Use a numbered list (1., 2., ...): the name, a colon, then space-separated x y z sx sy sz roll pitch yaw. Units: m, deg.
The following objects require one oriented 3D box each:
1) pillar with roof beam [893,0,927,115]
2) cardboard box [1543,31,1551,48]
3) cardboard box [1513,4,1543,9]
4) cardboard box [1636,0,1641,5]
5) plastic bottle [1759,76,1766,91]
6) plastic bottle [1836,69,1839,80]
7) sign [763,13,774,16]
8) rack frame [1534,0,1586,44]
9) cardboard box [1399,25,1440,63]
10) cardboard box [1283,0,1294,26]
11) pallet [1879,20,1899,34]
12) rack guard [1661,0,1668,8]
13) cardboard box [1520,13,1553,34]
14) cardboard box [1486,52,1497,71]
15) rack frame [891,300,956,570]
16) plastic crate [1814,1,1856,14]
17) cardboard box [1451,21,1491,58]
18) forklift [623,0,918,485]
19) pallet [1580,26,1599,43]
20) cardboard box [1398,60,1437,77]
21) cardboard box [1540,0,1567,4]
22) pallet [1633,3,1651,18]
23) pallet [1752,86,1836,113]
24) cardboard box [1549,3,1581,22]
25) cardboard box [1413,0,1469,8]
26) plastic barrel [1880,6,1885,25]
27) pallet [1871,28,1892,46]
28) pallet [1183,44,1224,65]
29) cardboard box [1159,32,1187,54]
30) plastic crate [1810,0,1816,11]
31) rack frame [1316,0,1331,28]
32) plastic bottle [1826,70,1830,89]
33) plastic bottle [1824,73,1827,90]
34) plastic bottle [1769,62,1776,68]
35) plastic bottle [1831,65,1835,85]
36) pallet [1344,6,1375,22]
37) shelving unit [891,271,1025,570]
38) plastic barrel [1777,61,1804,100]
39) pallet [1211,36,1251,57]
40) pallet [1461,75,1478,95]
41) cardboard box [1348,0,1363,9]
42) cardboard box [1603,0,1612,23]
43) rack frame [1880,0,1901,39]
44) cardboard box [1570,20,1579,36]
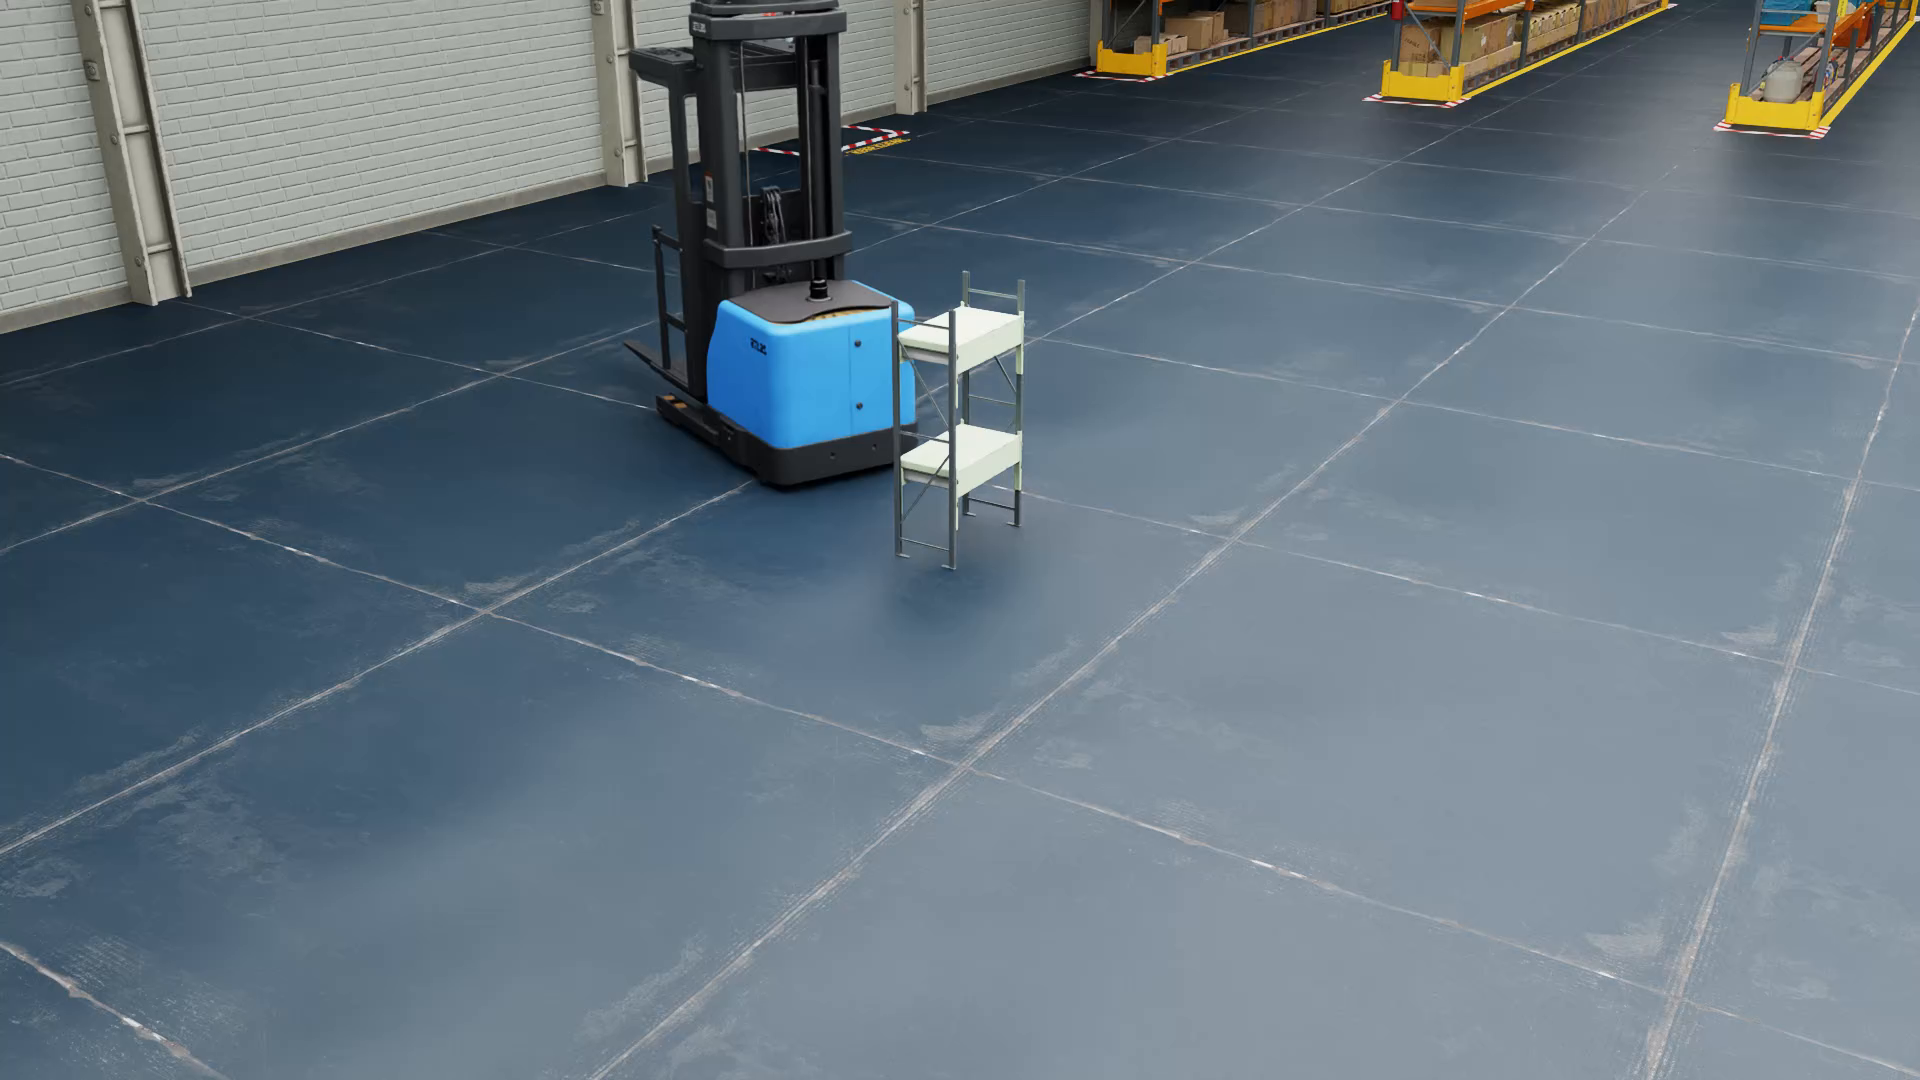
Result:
1. pillar with roof beam: 2.943 -9.411 20.163 9.100 9.000 0.400 14 27 29
2. cardboard box: 10.102 -8.844 29.336 0.500 0.250 0.500 13 27 27
3. cardboard box: 10.451 -9.725 30.666 0.500 0.311 0.500 13 27 28
4. cardboard box: 14.343 -11.873 35.988 0.797 0.503 0.637 14 27 29
5. plastic bottle: 11.829 -6.721 24.469 0.097 0.201 0.097 0 23 0
6. plastic bottle: 13.416 -7.172 25.510 0.097 0.201 0.097 0 23 0
7. sign: -2.430 -6.586 21.142 0.001 0.329 0.234 14 27 29
8. rack frame: 11.247 -10.831 30.994 1.000 3.000 0.127 14 27 29
9. cardboard box: 7.057 -7.650 25.633 0.500 0.500 0.500 14 27 29
10. cardboard box: 6.092 -10.346 32.465 0.700 0.500 0.500 14 27 29
11. pallet: 17.918 -10.119 32.858 1.003 0.211 1.213 14 27 29
12. rack guard: 15.426 -12.359 37.669 1.175 0.500 0.348 14 27 29
13. cardboard box: 10.107 -9.099 29.220 0.500 0.311 0.500 13 27 27
14. cardboard box: 8.291 -7.702 26.699 0.500 0.250 0.500 14 27 29
15. rack frame: -0.197 -0.562 9.161 0.400 1.500 0.023 14 27 29
16. plastic crate: 12.701 -7.720 24.139 0.530 0.136 0.437 14 27 29
17. cardboard box: 8.013 -7.881 26.168 0.500 0.500 0.500 14 27 29
18. forklift: -1.484 -2.224 11.198 1.130 2.935 3.031 -14 27 -29
19. pallet: 11.673 -9.796 32.112 1.003 0.211 1.213 14 27 29
20. cardboard box: 7.059 -7.305 25.781 0.500 0.250 0.500 14 27 29
21. cardboard box: 11.540 -10.251 32.246 0.500 0.500 0.500 15 28 31
22. pallet: 14.362 -11.546 36.157 1.003 0.211 1.213 14 27 29
23. pallet: 12.310 -6.531 24.570 1.003 0.211 1.213 14 27 29
24. cardboard box: 11.179 -9.791 30.818 0.500 0.311 0.500 15 27 30
25. cardboard box: 7.284 -8.332 25.095 0.700 0.500 0.500 14 27 29
26. plastic barrel: 17.261 -10.192 31.629 0.600 0.901 0.708 14 27 29
27. pallet: 17.120 -9.611 31.685 1.003 0.211 1.213 14 27 29
28. pallet: 3.959 -8.591 29.329 1.003 0.211 1.213 14 27 29
29. cardboard box: 3.558 -8.543 28.539 0.500 0.311 0.500 16 28 33
30. plastic crate: 12.387 -7.946 24.595 0.450 0.188 0.662 14 27 29
31. rack frame: 7.036 -11.868 33.389 1.000 3.000 0.127 14 27 29
32. plastic bottle: 12.794 -6.806 24.577 0.097 0.271 0.097 0 23 0
33. plastic bottle: 12.589 -6.666 24.239 0.061 0.283 0.133 14 27 30
34. plastic bottle: 12.143 -6.973 24.862 0.144 0.351 0.185 15 28 31
35. plastic bottle: 13.096 -6.991 24.989 0.061 0.283 0.133 16 28 32
36. pallet: 8.160 -11.249 35.469 1.003 0.211 1.213 14 27 29
37. shelving unit: -0.004 -0.686 9.447 0.431 1.500 0.755 14 27 29
38. plastic barrel: 11.779 -6.550 23.708 0.421 0.512 0.421 0 23 0
39. pallet: 4.602 -9.004 30.284 1.003 0.211 1.213 14 27 29
40. pallet: 7.394 -7.118 25.927 1.003 0.211 1.213 14 27 29
41. cardboard box: 8.003 -11.589 34.922 0.750 0.750 0.750 14 27 29
42. cardboard box: 12.541 -10.503 32.829 0.500 0.500 0.500 13 27 27
43. rack frame: 17.563 -11.142 31.712 1.000 3.000 0.127 14 27 29
44. cardboard box: 11.176 -9.533 30.929 0.500 0.250 0.500 15 27 30
